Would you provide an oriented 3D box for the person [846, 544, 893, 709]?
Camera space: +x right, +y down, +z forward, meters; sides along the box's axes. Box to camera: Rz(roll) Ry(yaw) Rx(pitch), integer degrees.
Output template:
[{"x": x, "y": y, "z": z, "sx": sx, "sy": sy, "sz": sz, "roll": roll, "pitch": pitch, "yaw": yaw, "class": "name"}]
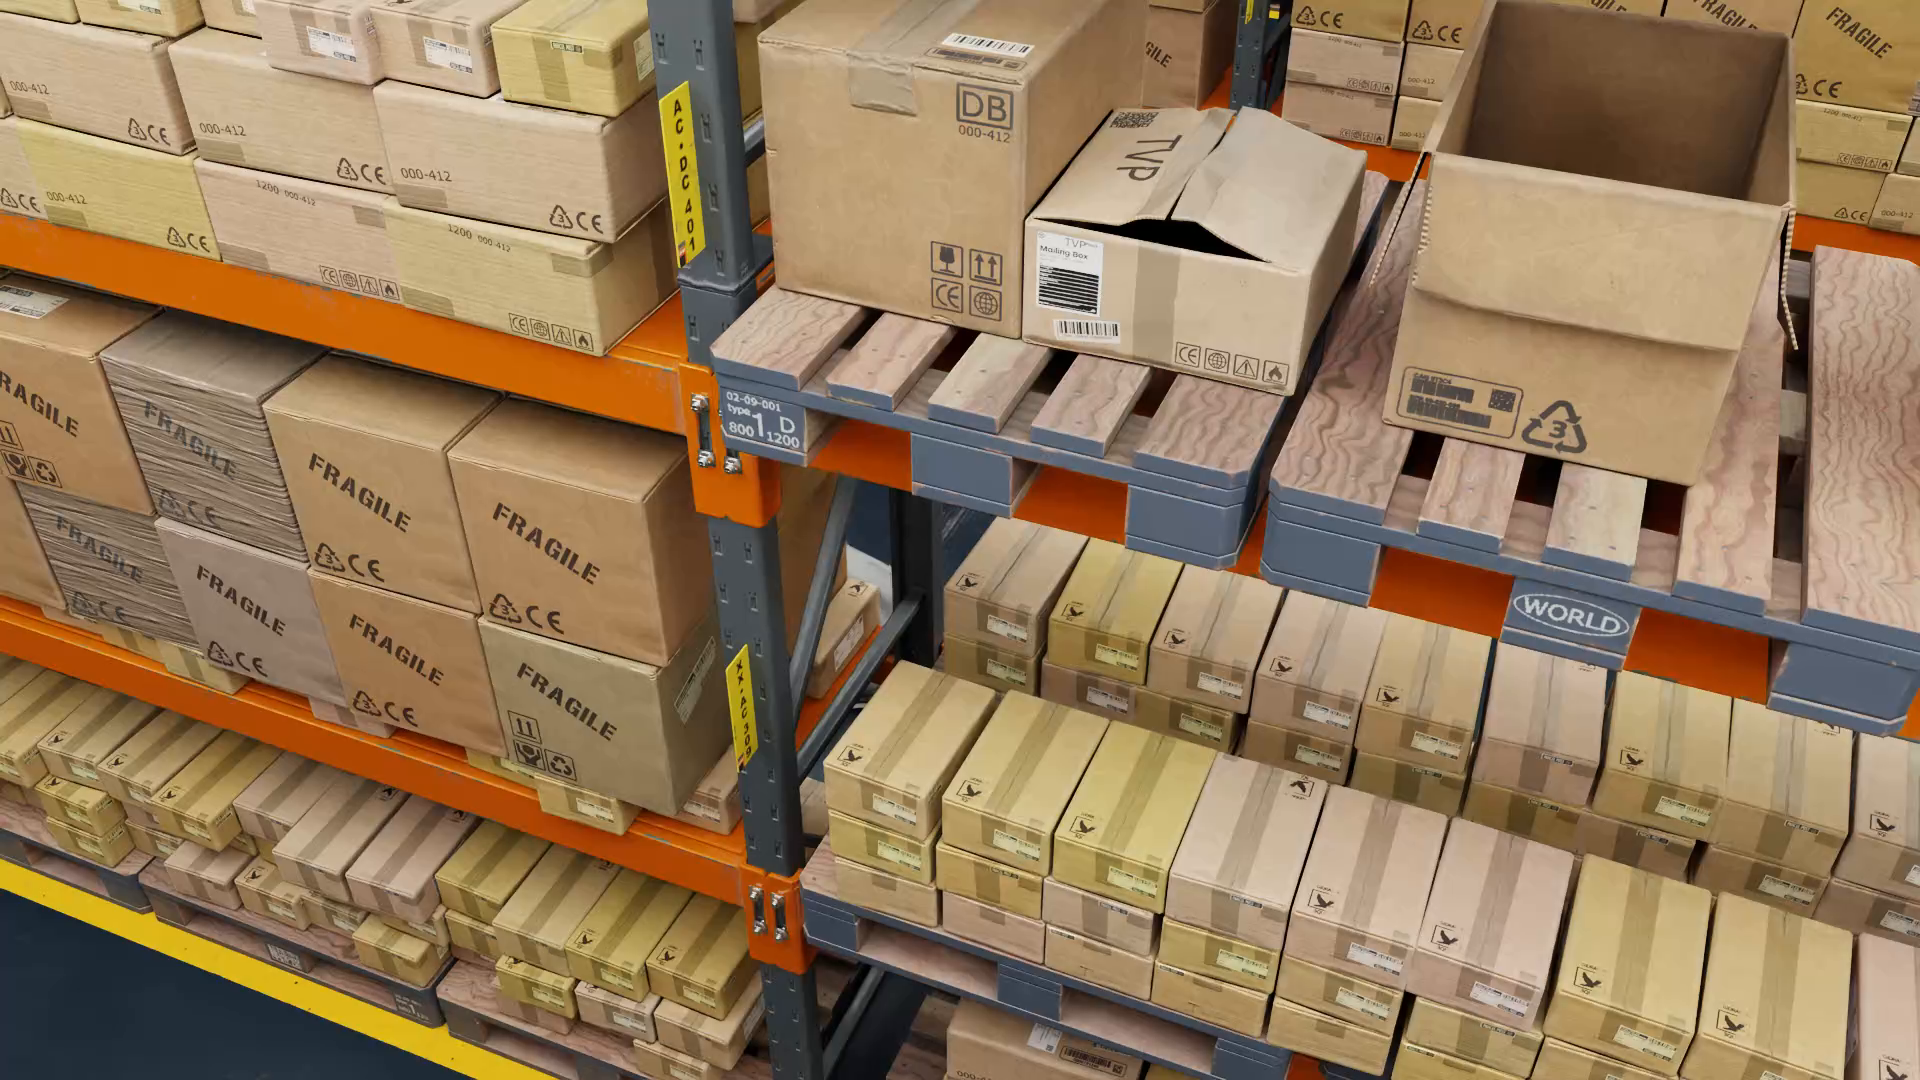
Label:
[{"x": -0.527, "y": 0.283, "z": 6.506, "sx": 0.815, "sy": 0.764, "sz": 0.435, "roll": 9, "pitch": 39, "yaw": 11, "class": "person"}]
